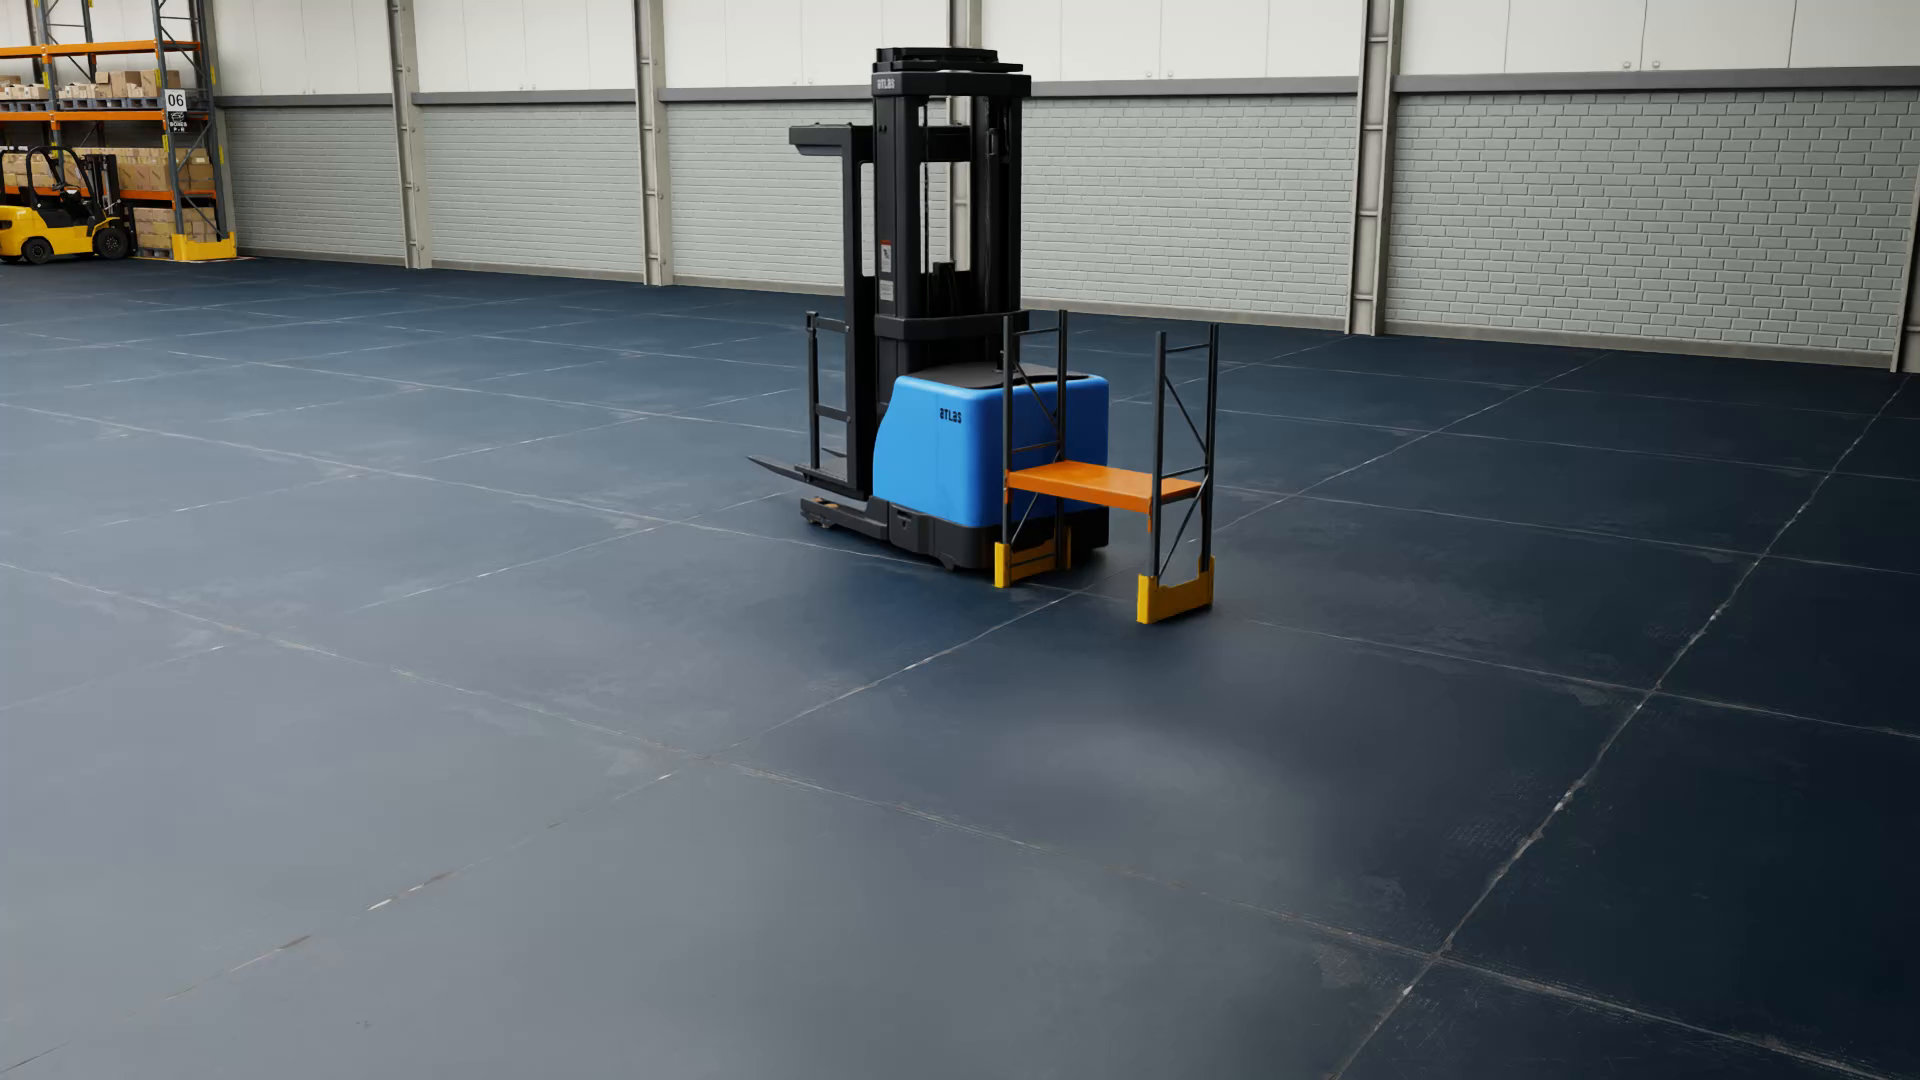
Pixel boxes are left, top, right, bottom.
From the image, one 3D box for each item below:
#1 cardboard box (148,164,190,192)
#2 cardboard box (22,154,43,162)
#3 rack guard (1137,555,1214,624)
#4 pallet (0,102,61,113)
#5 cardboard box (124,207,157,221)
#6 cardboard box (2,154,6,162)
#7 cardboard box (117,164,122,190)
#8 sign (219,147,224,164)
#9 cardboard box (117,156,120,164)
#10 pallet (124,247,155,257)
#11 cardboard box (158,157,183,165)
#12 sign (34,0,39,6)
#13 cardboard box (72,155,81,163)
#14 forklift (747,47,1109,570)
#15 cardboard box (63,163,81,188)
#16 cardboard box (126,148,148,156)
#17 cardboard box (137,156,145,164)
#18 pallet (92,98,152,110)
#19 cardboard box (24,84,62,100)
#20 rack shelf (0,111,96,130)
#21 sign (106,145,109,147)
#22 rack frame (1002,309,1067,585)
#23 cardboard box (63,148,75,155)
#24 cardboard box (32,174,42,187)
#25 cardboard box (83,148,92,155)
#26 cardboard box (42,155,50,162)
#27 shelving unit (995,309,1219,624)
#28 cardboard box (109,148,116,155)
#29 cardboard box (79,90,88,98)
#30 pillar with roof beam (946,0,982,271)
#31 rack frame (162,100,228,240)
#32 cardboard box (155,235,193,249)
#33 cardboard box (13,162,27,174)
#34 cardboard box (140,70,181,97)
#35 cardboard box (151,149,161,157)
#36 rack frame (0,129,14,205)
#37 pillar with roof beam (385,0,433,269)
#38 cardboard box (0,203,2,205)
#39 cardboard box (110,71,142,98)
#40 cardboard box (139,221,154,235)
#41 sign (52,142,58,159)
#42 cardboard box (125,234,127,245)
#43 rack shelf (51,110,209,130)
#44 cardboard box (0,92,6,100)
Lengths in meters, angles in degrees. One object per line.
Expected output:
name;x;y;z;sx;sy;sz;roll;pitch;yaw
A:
cardboard box;-15.361;-7.037;32.299;0.500;0.500;0.500;9;16;32
cardboard box;-19.405;-8.007;34.868;0.250;0.149;0.380;9;16;31
rack guard;1.142;0.257;8.766;0.087;0.250;0.587;13;19;42
pallet;-19.902;-9.189;35.353;1.213;0.211;1.003;10;17;35
cardboard box;-16.214;-6.462;32.951;0.500;0.250;0.500;9;17;34
cardboard box;-20.268;-8.138;35.400;0.250;0.149;0.380;10;17;34
cardboard box;-16.635;-7.242;33.129;0.500;0.500;0.500;9;17;33
sign;-14.492;-7.543;32.586;0.005;0.325;0.100;9;17;33
cardboard box;-16.485;-7.547;33.011;0.250;0.149;0.380;9;17;32
pallet;-16.473;-5.879;33.633;1.213;0.211;1.003;9;17;33
cardboard box;-15.251;-7.329;32.128;0.250;0.149;0.380;9;17;34
sign;-18.418;-10.805;33.137;0.005;0.325;0.100;9;17;33
cardboard box;-17.792;-7.745;33.810;0.250;0.149;0.380;10;17;34
forklift;-0.372;-1.550;10.485;1.130;2.935;3.031;-10;17;-34
cardboard box;-17.903;-7.448;33.960;0.500;0.500;0.500;9;16;31
cardboard box;-16.119;-7.606;32.630;0.250;0.149;0.380;10;17;34
cardboard box;-15.860;-7.440;32.576;0.250;0.149;0.380;9;17;32
pallet;-16.395;-8.651;32.971;1.213;0.211;1.003;9;17;33
cardboard box;-18.862;-9.225;34.207;0.500;0.311;0.500;9;16;31
rack shelf;-19.785;-8.886;35.233;4.000;0.370;1.077;9;17;33
sign;-17.817;-8.081;34.758;0.005;0.325;0.100;9;17;33
rack frame;0.416;-0.514;9.280;0.032;1.500;0.500;13;19;42
cardboard box;-18.027;-7.917;33.886;0.250;0.149;0.380;10;17;34
cardboard box;-19.110;-7.520;34.771;0.500;0.250;0.500;9;17;32
cardboard box;-17.386;-7.813;33.464;0.250;0.149;0.380;10;17;34
cardboard box;-18.757;-7.907;34.465;0.250;0.149;0.380;9;16;32
shelving unit;0.780;-0.432;8.947;1.083;1.500;0.587;13;19;42
cardboard box;-16.697;-7.730;33.131;0.250;0.149;0.380;9;17;33
cardboard box;-17.285;-8.874;33.126;0.250;0.149;0.380;10;17;34
pillar with roof beam;-2.348;-6.888;19.419;0.400;9.000;9.100;9;17;33
rack frame;-14.806;-6.975;32.256;0.127;3.000;1.000;9;17;33
cardboard box;-15.373;-5.844;32.536;0.500;0.250;0.500;9;17;33
cardboard box;-19.528;-7.833;34.996;0.500;0.250;0.500;10;17;34
cardboard box;-15.310;-8.742;31.865;0.500;0.500;0.500;10;17;35
cardboard box;-15.443;-7.515;32.263;0.250;0.149;0.380;9;17;33
rack frame;-21.445;-8.048;36.590;0.127;3.000;1.000;9;17;33
pillar with roof beam;-12.305;-8.497;25.920;0.400;9.000;9.100;9;17;33
cardboard box;-21.703;-7.485;37.296;0.250;0.149;0.380;10;17;36
cardboard box;-16.104;-8.900;32.500;0.500;0.500;0.700;9;17;33
cardboard box;-15.795;-6.159;32.768;0.500;0.250;0.500;9;17;32
sign;-18.420;-7.925;33.851;0.005;0.325;0.100;9;17;33
cardboard box;-16.634;-6.047;33.355;0.500;0.250;0.500;10;17;35
rack shelf;-16.466;-8.350;33.066;4.000;0.370;1.077;9;17;33
cardboard box;-19.847;-9.288;34.799;0.250;0.149;0.380;9;16;32
